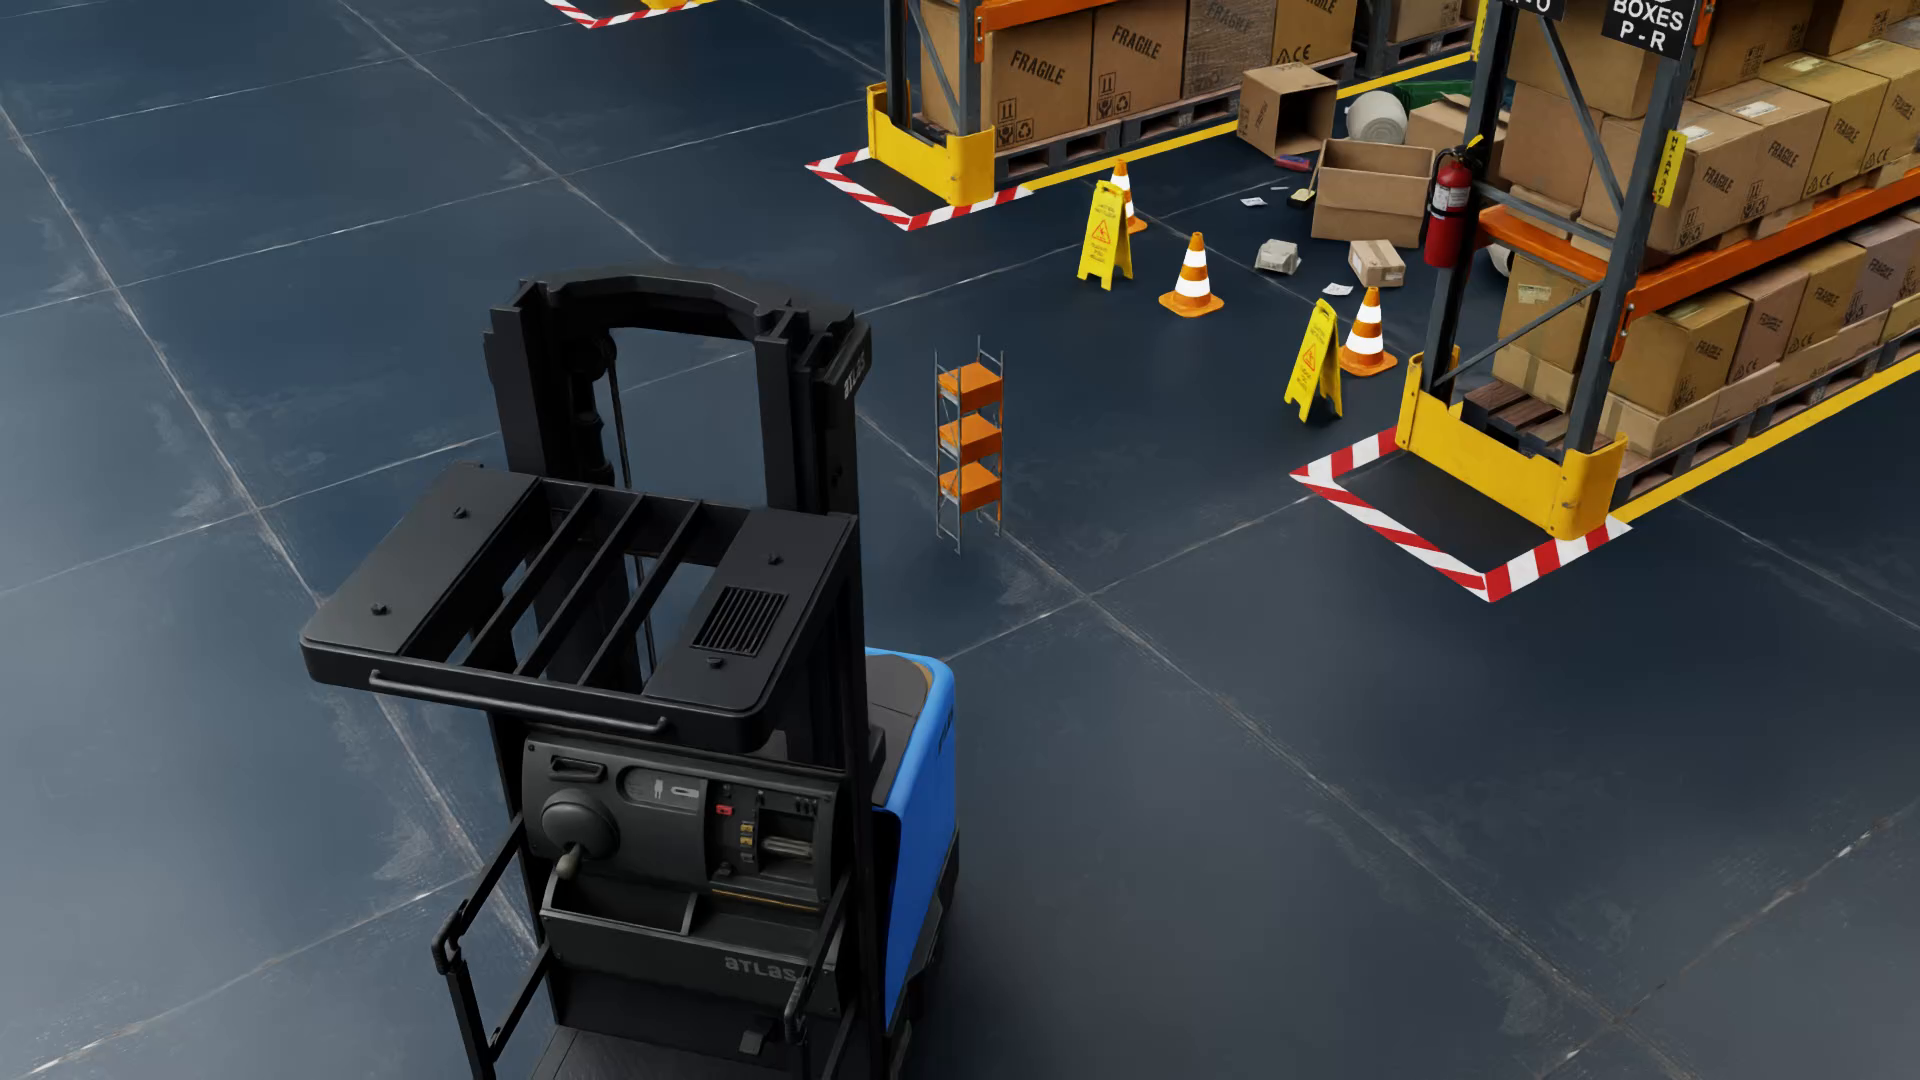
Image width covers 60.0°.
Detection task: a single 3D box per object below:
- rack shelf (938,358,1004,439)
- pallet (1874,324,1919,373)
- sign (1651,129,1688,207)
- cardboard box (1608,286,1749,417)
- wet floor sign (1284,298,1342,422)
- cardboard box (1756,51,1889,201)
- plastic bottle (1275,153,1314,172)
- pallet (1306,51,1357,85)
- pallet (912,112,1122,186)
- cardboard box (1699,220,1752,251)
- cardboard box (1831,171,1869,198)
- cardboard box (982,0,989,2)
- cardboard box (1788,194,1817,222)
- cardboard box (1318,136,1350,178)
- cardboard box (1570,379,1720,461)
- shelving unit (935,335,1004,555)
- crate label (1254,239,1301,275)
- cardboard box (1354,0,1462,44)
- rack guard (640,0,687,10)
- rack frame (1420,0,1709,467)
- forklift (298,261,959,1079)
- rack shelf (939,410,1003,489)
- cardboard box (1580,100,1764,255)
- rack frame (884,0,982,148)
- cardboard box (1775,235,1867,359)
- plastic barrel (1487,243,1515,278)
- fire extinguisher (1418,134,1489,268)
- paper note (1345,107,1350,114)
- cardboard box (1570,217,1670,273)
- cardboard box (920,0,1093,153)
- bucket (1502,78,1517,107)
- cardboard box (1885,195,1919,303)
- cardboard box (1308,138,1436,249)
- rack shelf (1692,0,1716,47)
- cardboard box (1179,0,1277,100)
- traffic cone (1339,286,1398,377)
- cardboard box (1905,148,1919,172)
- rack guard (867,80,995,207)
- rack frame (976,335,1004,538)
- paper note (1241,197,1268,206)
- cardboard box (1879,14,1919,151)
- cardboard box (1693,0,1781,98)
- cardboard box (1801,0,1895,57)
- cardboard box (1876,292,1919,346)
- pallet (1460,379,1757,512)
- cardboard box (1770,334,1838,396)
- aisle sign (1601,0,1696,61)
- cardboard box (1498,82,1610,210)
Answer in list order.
[{"bbox_3d":[0.044,-0.666,7.809,0.240,0.259,0.215,-22,41,-28],"label":"rack shelf"},{"bbox_3d":[5.481,-1.480,10.126,1.213,0.211,1.003,-22,41,-28],"label":"pallet"},{"bbox_3d":[3.053,-1.602,7.166,0.005,0.325,0.100,-22,41,-28],"label":"sign"},{"bbox_3d":[3.578,-1.015,8.446,0.500,0.500,0.500,-24,42,-29],"label":"cardboard box"},{"bbox_3d":[1.968,-1.000,9.088,0.232,0.644,0.267,-9,37,-12],"label":"wet floor sign"},{"bbox_3d":[4.124,-2.045,8.184,0.500,0.500,0.500,-23,42,-29],"label":"cardboard box"},{"bbox_3d":[2.424,-2.705,11.959,0.283,0.061,0.133,22,41,28],"label":"plastic bottle"},{"bbox_3d":[2.409,-3.832,13.398,1.213,0.211,1.003,-22,41,-28],"label":"pallet"},{"bbox_3d":[0.414,-3.012,12.257,1.213,0.211,1.003,-22,41,-28],"label":"pallet"},{"bbox_3d":[3.599,-1.565,8.072,0.250,0.149,0.380,-24,42,-29],"label":"cardboard box"},{"bbox_3d":[4.439,-1.923,8.570,0.250,0.149,0.380,-24,42,-29],"label":"cardboard box"},{"bbox_3d":[0.083,-4.045,11.176,0.550,0.550,0.875,-22,41,-28],"label":"cardboard box"},{"bbox_3d":[4.025,-1.731,8.303,0.250,0.149,0.380,-21,41,-27],"label":"cardboard box"},{"bbox_3d":[2.731,-2.616,11.660,0.258,0.266,0.396,-15,38,-20],"label":"cardboard box"},{"bbox_3d":[3.559,-0.703,8.653,0.500,0.250,0.500,-23,42,-28],"label":"cardboard box"},{"bbox_3d":[0.044,-0.444,7.968,0.252,1.050,0.215,-22,41,-28],"label":"shelving unit"},{"bbox_3d":[2.038,-1.817,10.658,0.250,0.136,0.298,15,38,20],"label":"crate label"},{"bbox_3d":[3.531,-4.692,13.772,0.750,0.750,1.050,-23,41,-28],"label":"cardboard box"},{"bbox_3d":[-2.907,-5.249,15.121,0.348,0.500,1.175,-22,41,-28],"label":"rack guard"},{"bbox_3d":[2.740,-1.509,7.779,0.127,3.000,1.000,-22,41,-28],"label":"rack frame"},{"bbox_3d":[-0.845,0.872,4.528,1.130,2.935,3.031,8,36,11],"label":"forklift"},{"bbox_3d":[0.044,-0.436,7.975,0.240,0.259,0.215,-22,41,-28],"label":"rack shelf"},{"bbox_3d":[3.287,-1.697,7.701,0.500,0.500,0.500,-23,42,-29],"label":"cardboard box"},{"bbox_3d":[-0.194,-3.837,11.017,0.127,3.000,1.000,-22,41,-28],"label":"rack frame"},{"bbox_3d":[4.417,-1.358,8.922,0.500,0.500,0.500,-22,41,-27],"label":"cardboard box"},{"bbox_3d":[3.556,-1.880,10.502,0.421,0.421,0.512,3,36,4],"label":"plastic barrel"},{"bbox_3d":[2.381,-1.659,8.054,0.183,0.674,0.296,-22,41,-28],"label":"fire extinguisher"},{"bbox_3d":[3.047,-3.319,12.839,0.147,0.020,0.142,9,37,12],"label":"paper note"},{"bbox_3d":[3.137,-1.422,7.874,0.250,0.149,0.380,-22,41,-28],"label":"cardboard box"},{"bbox_3d":[0.322,-3.405,11.875,0.875,0.875,0.875,-22,41,-28],"label":"cardboard box"},{"bbox_3d":[4.292,-3.325,11.806,0.620,0.611,0.726,-1,34,-18],"label":"bucket"},{"bbox_3d":[5.266,-1.714,9.417,0.500,0.500,0.500,-22,41,-27],"label":"cardboard box"},{"bbox_3d":[2.717,-2.295,11.009,0.797,0.503,0.637,9,37,12],"label":"cardboard box"},{"bbox_3d":[4.375,-3.107,8.049,4.000,0.370,1.077,-22,41,-28],"label":"rack shelf"},{"bbox_3d":[1.786,-4.008,12.713,0.875,0.875,0.875,-22,41,-28],"label":"cardboard box"},{"bbox_3d":[2.348,-1.239,9.577,0.334,0.463,0.336,-22,41,-28],"label":"traffic cone"},{"bbox_3d":[4.868,-2.084,8.793,0.250,0.149,0.380,-23,42,-29],"label":"cardboard box"},{"bbox_3d":[-0.214,-2.815,11.735,0.348,0.500,1.175,-22,41,-28],"label":"rack guard"},{"bbox_3d":[0.143,-0.485,8.026,0.008,1.050,0.200,-22,41,-28],"label":"rack frame"},{"bbox_3d":[2.032,-2.335,11.471,0.142,0.017,0.144,-9,37,-12],"label":"paper note"},{"bbox_3d":[4.951,-2.395,8.670,0.500,0.500,0.500,-21,41,-27],"label":"cardboard box"},{"bbox_3d":[3.450,-2.519,7.987,0.500,0.500,0.700,-22,41,-27],"label":"cardboard box"},{"bbox_3d":[4.295,-2.841,8.435,0.500,0.500,0.700,-23,41,-28],"label":"cardboard box"},{"bbox_3d":[5.252,-1.398,9.619,0.500,0.250,0.500,-24,42,-29],"label":"cardboard box"},{"bbox_3d":[3.487,-0.659,8.985,1.213,0.211,1.003,-22,41,-28],"label":"pallet"},{"bbox_3d":[4.419,-1.060,9.150,0.500,0.250,0.500,-20,40,-25],"label":"cardboard box"},{"bbox_3d":[2.868,-2.396,6.785,0.004,0.787,0.394,-22,41,-28],"label":"aisle sign"},{"bbox_3d":[3.025,-1.984,8.100,0.500,0.500,0.500,-23,42,-29],"label":"cardboard box"}]
